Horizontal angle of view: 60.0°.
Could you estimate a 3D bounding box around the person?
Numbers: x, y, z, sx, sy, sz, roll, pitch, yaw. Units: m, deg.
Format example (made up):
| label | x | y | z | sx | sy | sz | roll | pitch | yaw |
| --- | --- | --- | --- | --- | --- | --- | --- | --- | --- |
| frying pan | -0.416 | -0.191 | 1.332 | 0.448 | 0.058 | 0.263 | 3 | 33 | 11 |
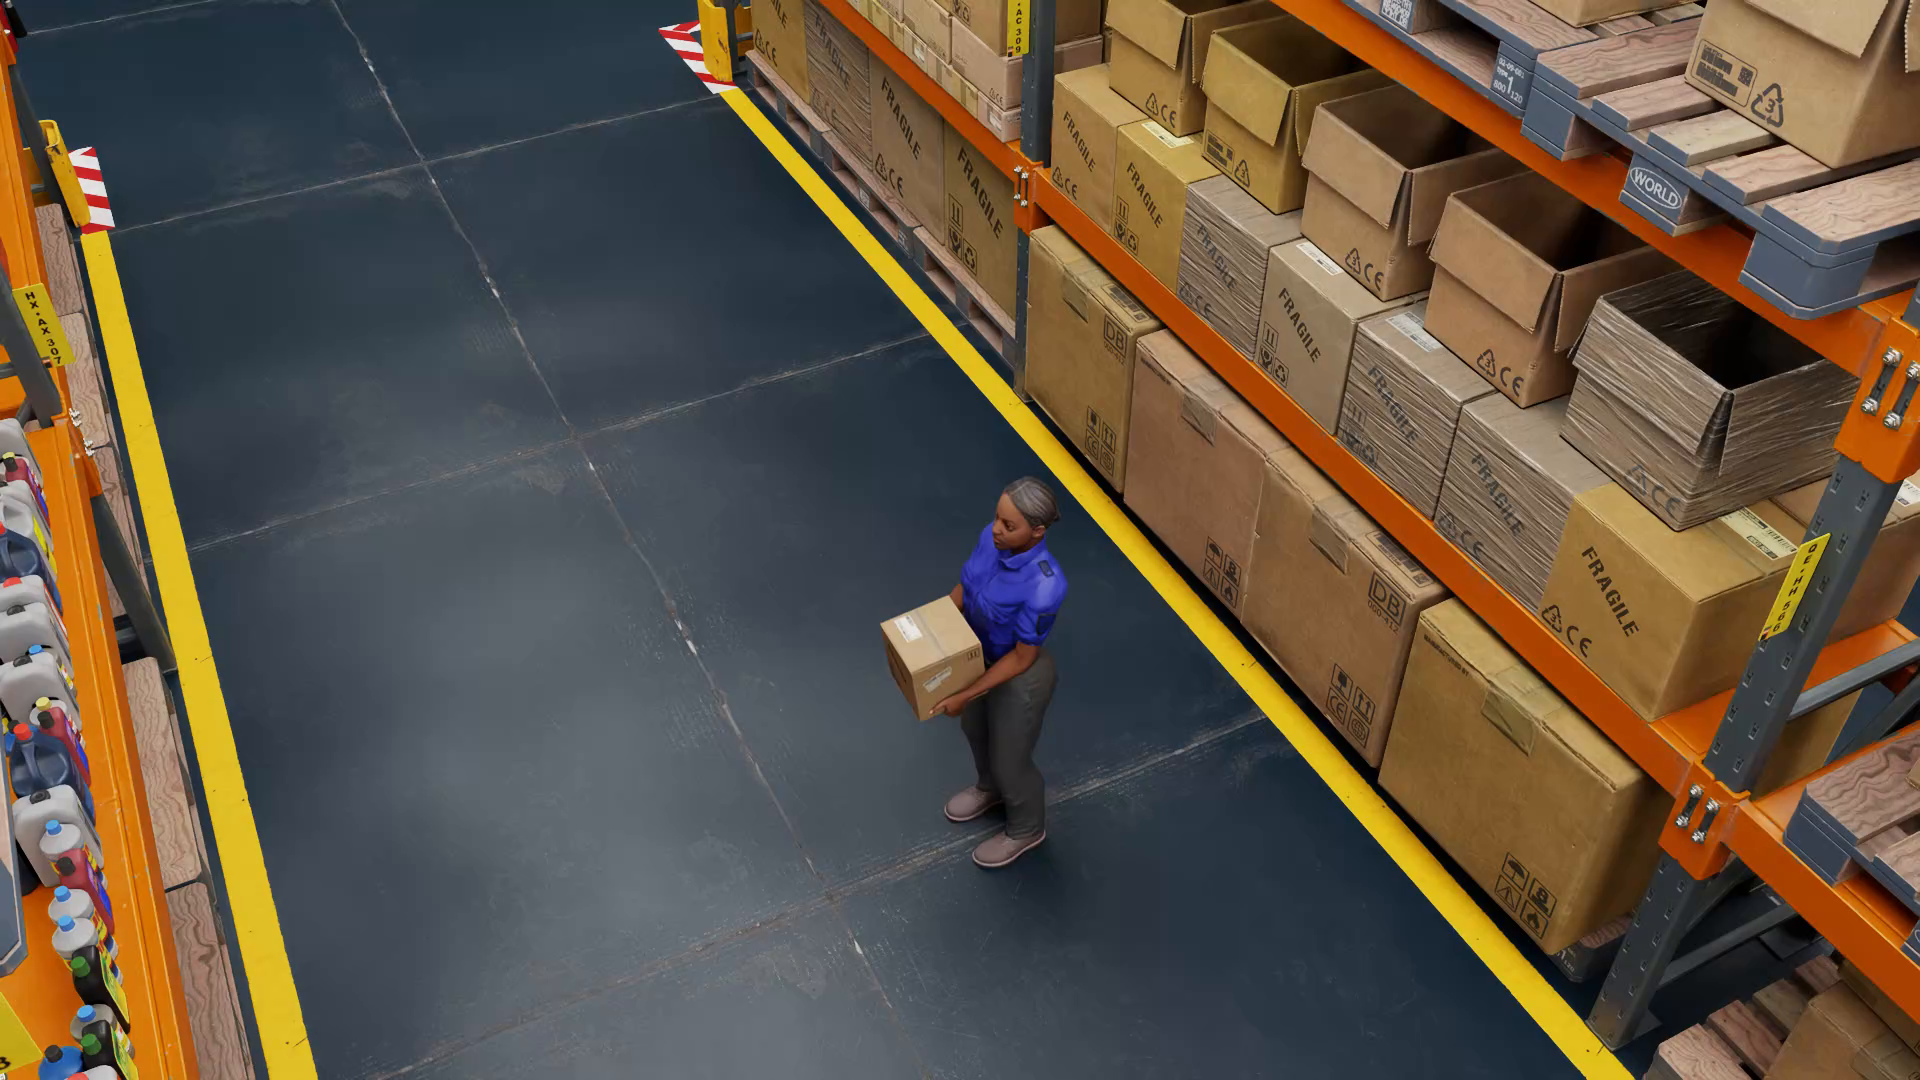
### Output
| label | x | y | z | sx | sy | sz | roll | pitch | yaw |
| --- | --- | --- | --- | --- | --- | --- | --- | --- | --- |
| person | 0.079 | 0.474 | 5.647 | 0.518 | 1.635 | 0.451 | -17 | 44 | -19 |
